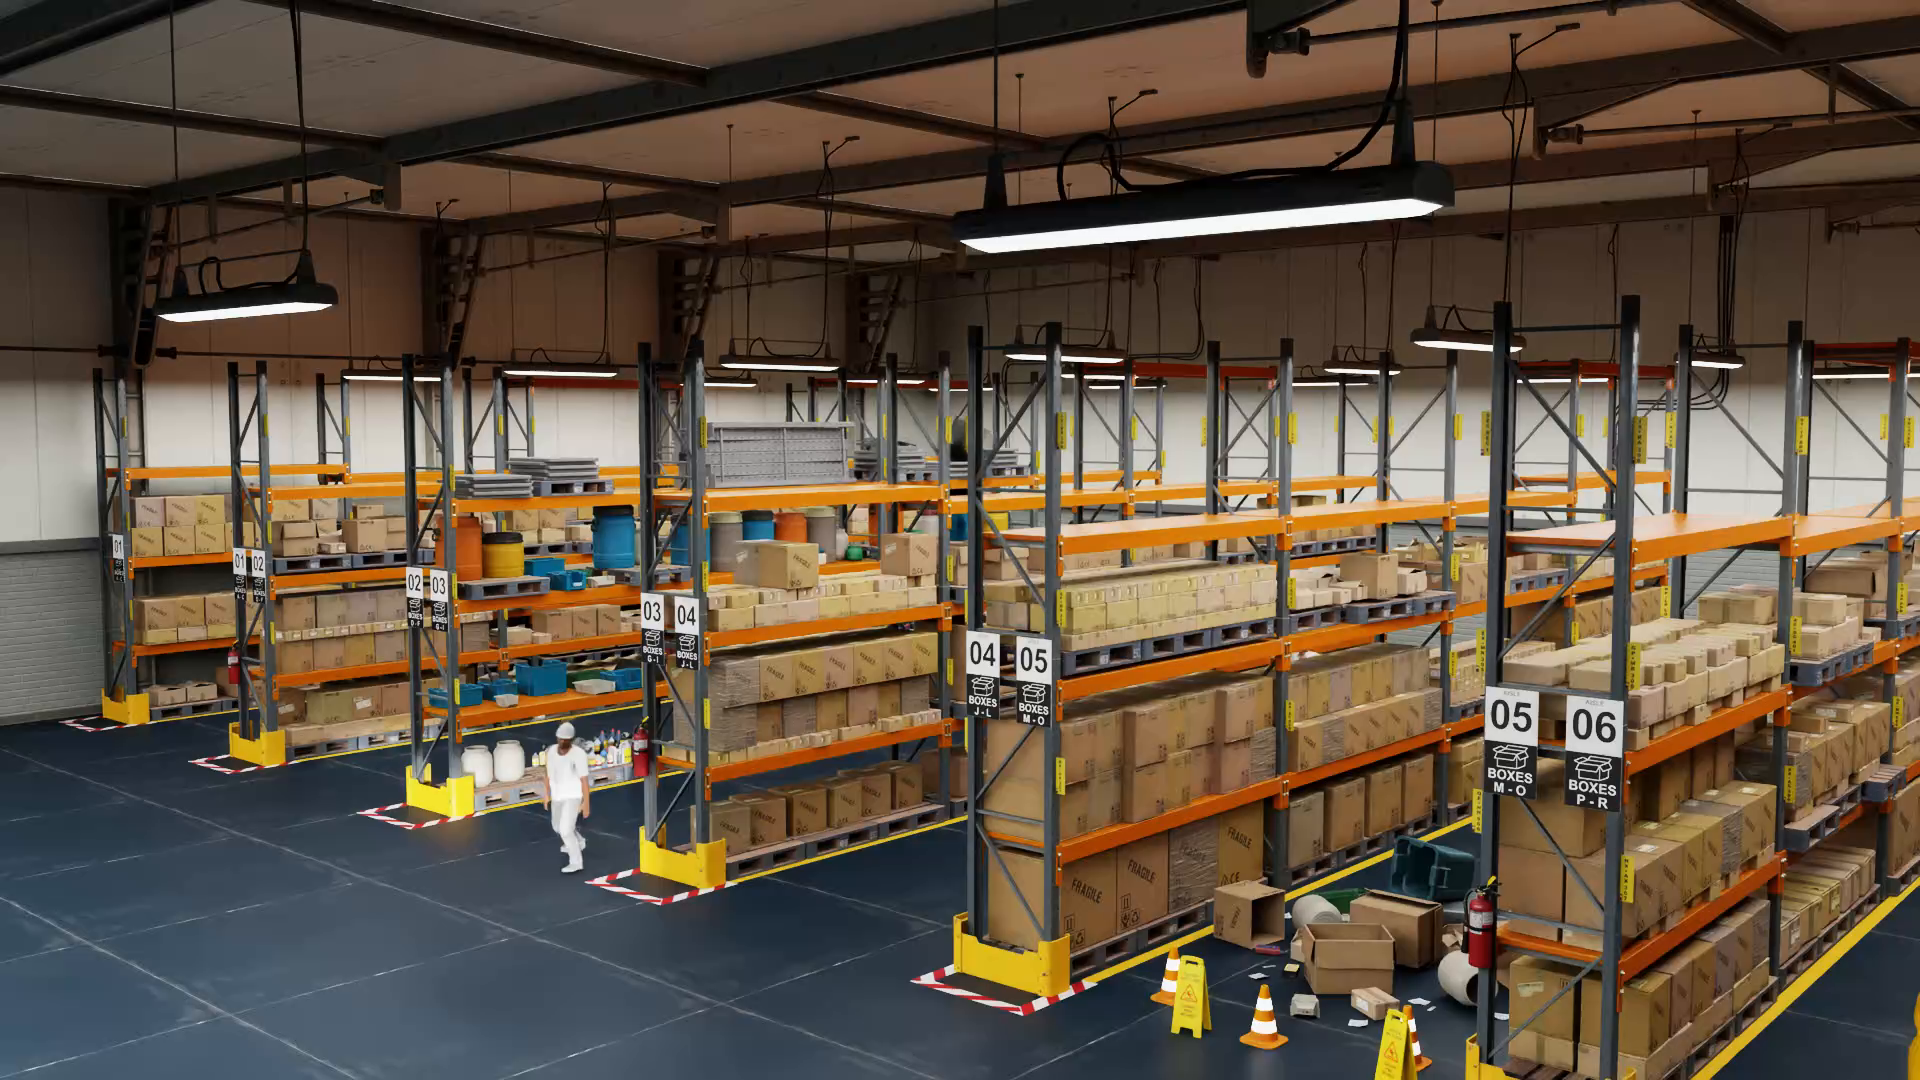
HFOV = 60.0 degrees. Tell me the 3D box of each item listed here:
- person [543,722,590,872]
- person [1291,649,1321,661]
[{"bbox_3d":[-4.483,2.902,19.144,0.795,1.702,0.693,3,5,37],"label":"person"},{"bbox_3d":[5.344,2.389,25.873,0.691,1.767,0.844,4,6,42],"label":"person"}]
